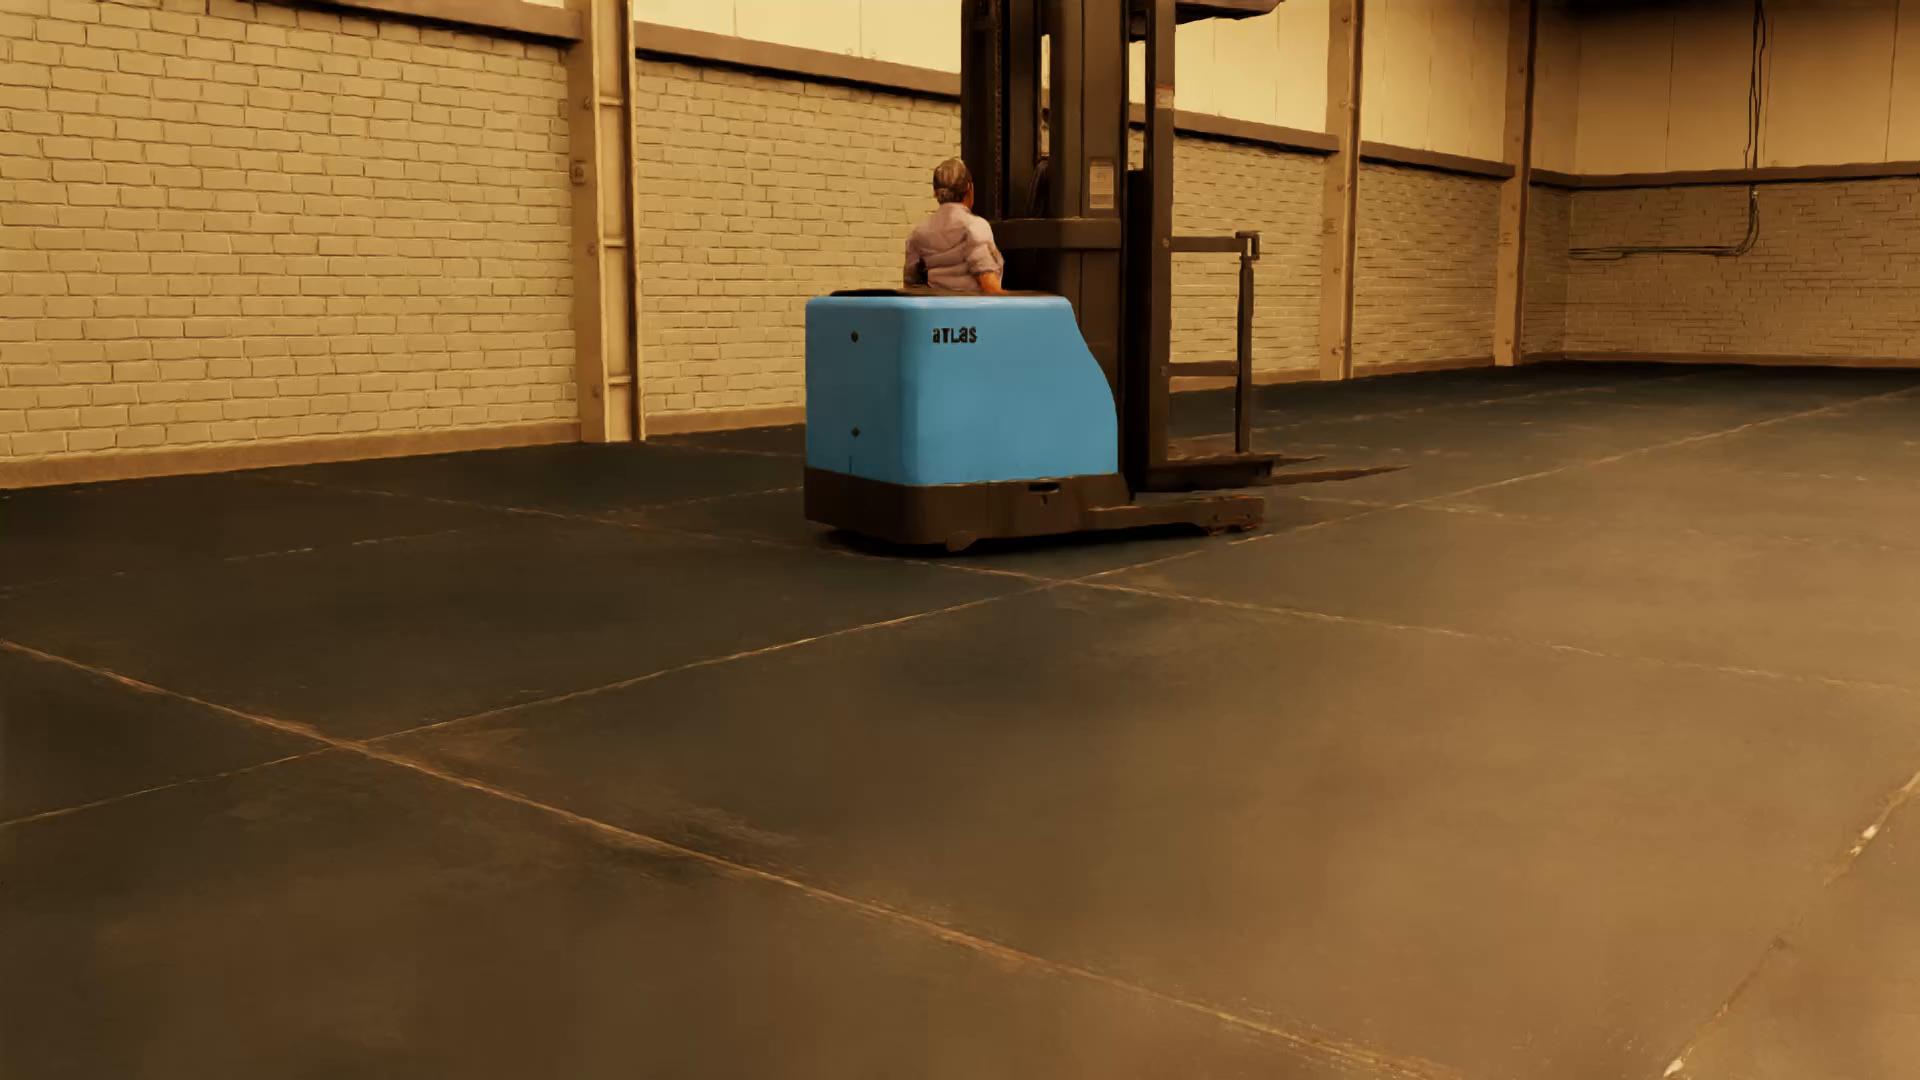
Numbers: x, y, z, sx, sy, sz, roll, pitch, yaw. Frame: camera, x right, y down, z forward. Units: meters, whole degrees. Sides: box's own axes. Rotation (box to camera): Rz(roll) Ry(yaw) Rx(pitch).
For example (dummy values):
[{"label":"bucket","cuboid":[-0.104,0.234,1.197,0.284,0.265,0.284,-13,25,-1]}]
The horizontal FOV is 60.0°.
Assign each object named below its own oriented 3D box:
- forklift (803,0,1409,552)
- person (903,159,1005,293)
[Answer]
[{"label":"forklift","cuboid":[0.816,-1.535,7.771,3.031,2.935,1.130,-5,10,-31]},{"label":"person","cuboid":[0.088,-0.829,7.355,0.601,1.641,0.538,7,11,38]}]
